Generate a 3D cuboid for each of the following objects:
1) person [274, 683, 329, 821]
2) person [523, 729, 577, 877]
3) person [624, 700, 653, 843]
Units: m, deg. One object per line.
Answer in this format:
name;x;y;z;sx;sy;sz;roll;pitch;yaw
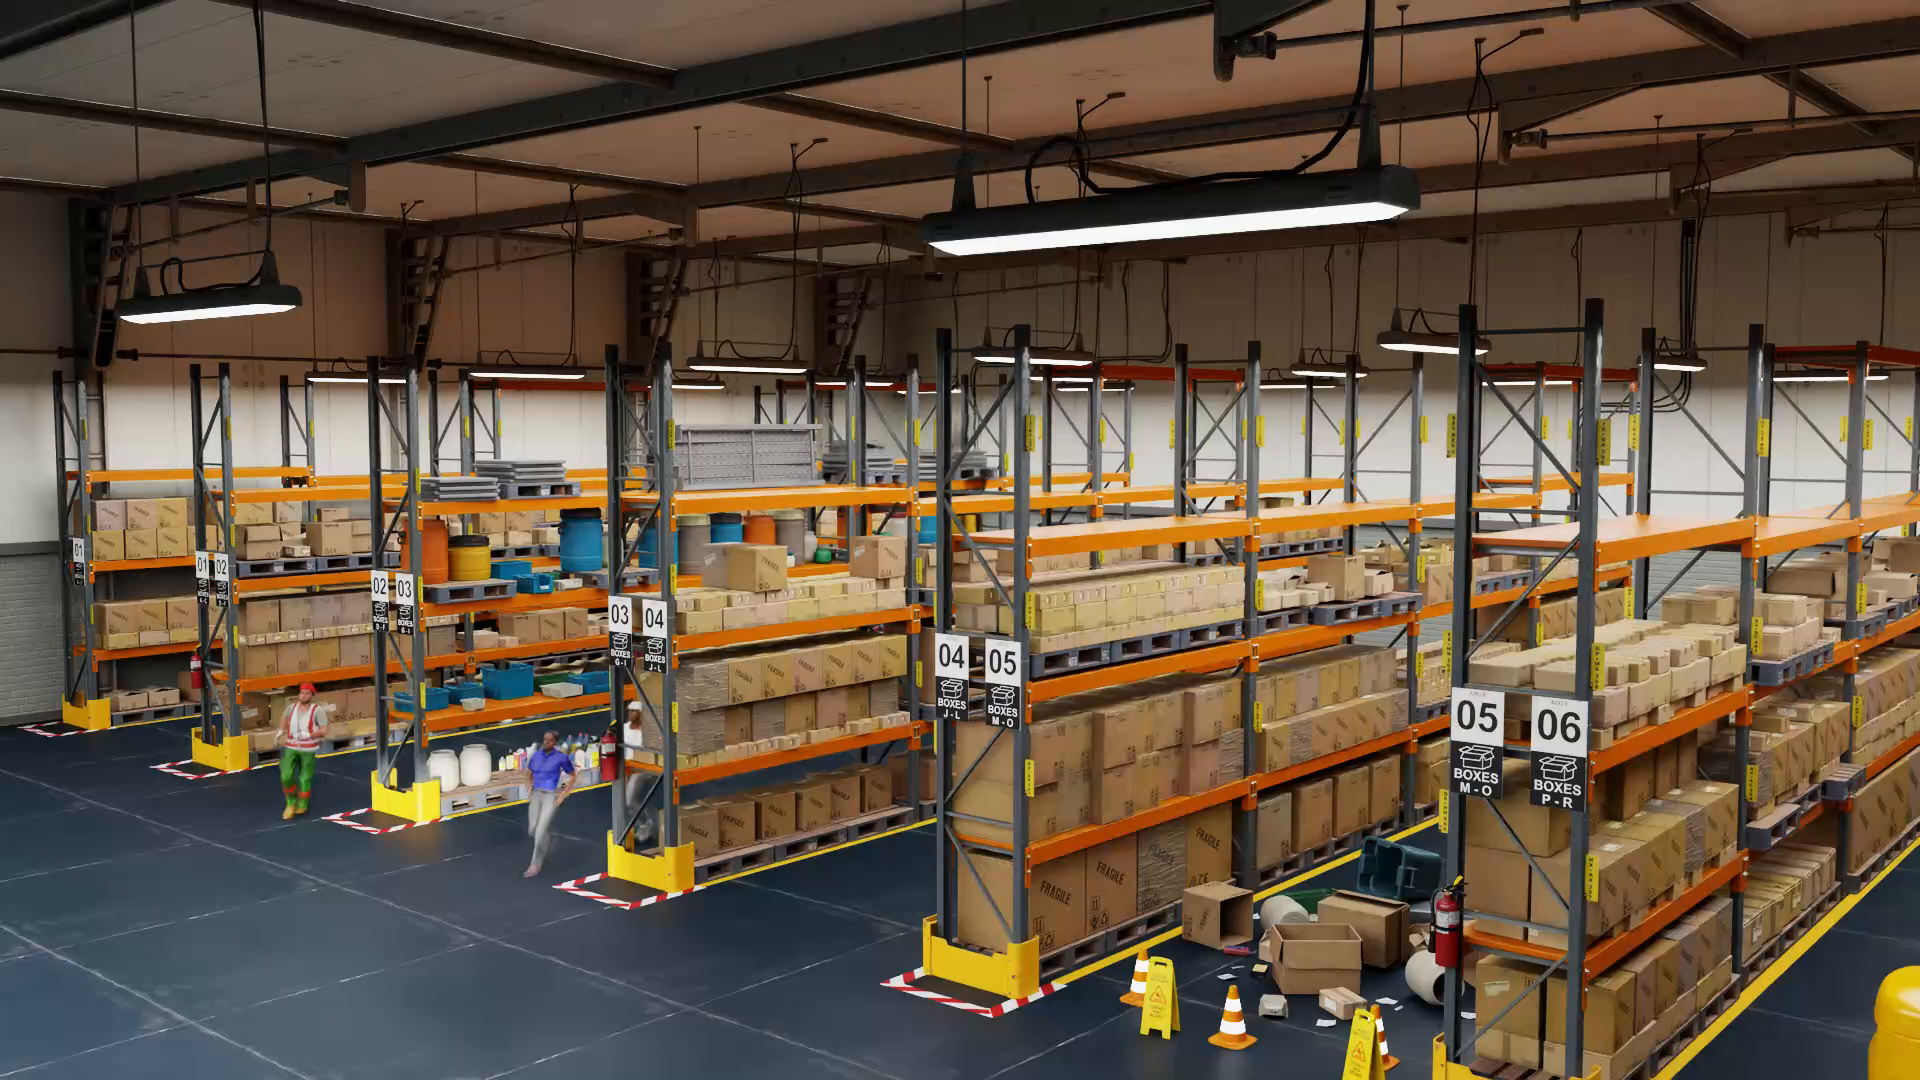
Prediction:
person;-8.532;2.726;21.545;0.708;1.757;0.656;-1;4;-8
person;-4.707;2.984;19.104;0.614;1.647;0.727;1;4;12
person;-3.983;2.828;20.271;0.680;1.750;0.624;3;5;36
